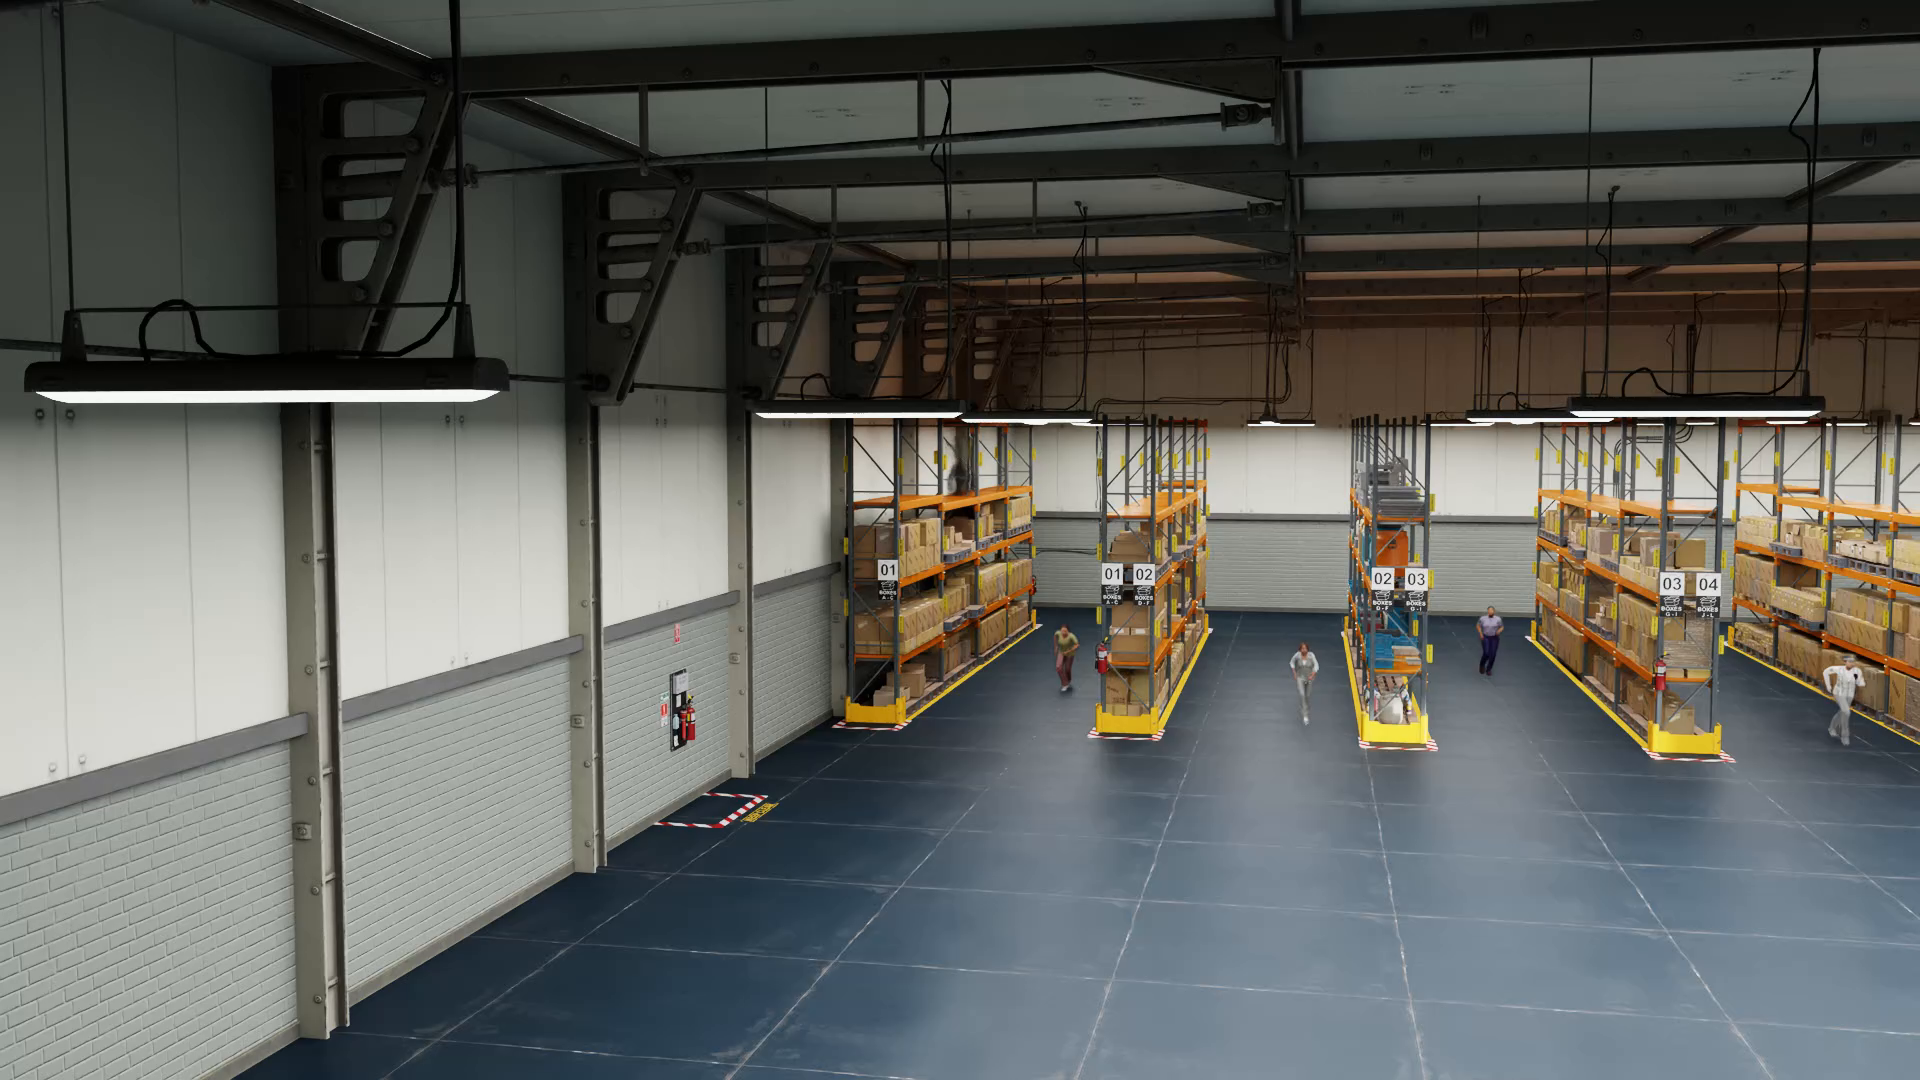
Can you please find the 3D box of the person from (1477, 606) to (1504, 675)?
[{"bbox_3d":[12.336,2.380,38.643,0.586,1.533,0.583,1,4,9],"label":"person"}]

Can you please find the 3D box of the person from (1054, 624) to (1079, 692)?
[{"bbox_3d":[2.381,2.550,36.674,0.587,1.512,1.034,1,4,16],"label":"person"}]

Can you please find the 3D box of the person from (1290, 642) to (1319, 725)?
[{"bbox_3d":[6.765,2.772,32.688,0.537,1.585,0.973,0,4,7],"label":"person"}]

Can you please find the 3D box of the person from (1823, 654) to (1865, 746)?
[{"bbox_3d":[16.124,2.879,30.367,0.605,1.678,0.890,0,4,0],"label":"person"}]
